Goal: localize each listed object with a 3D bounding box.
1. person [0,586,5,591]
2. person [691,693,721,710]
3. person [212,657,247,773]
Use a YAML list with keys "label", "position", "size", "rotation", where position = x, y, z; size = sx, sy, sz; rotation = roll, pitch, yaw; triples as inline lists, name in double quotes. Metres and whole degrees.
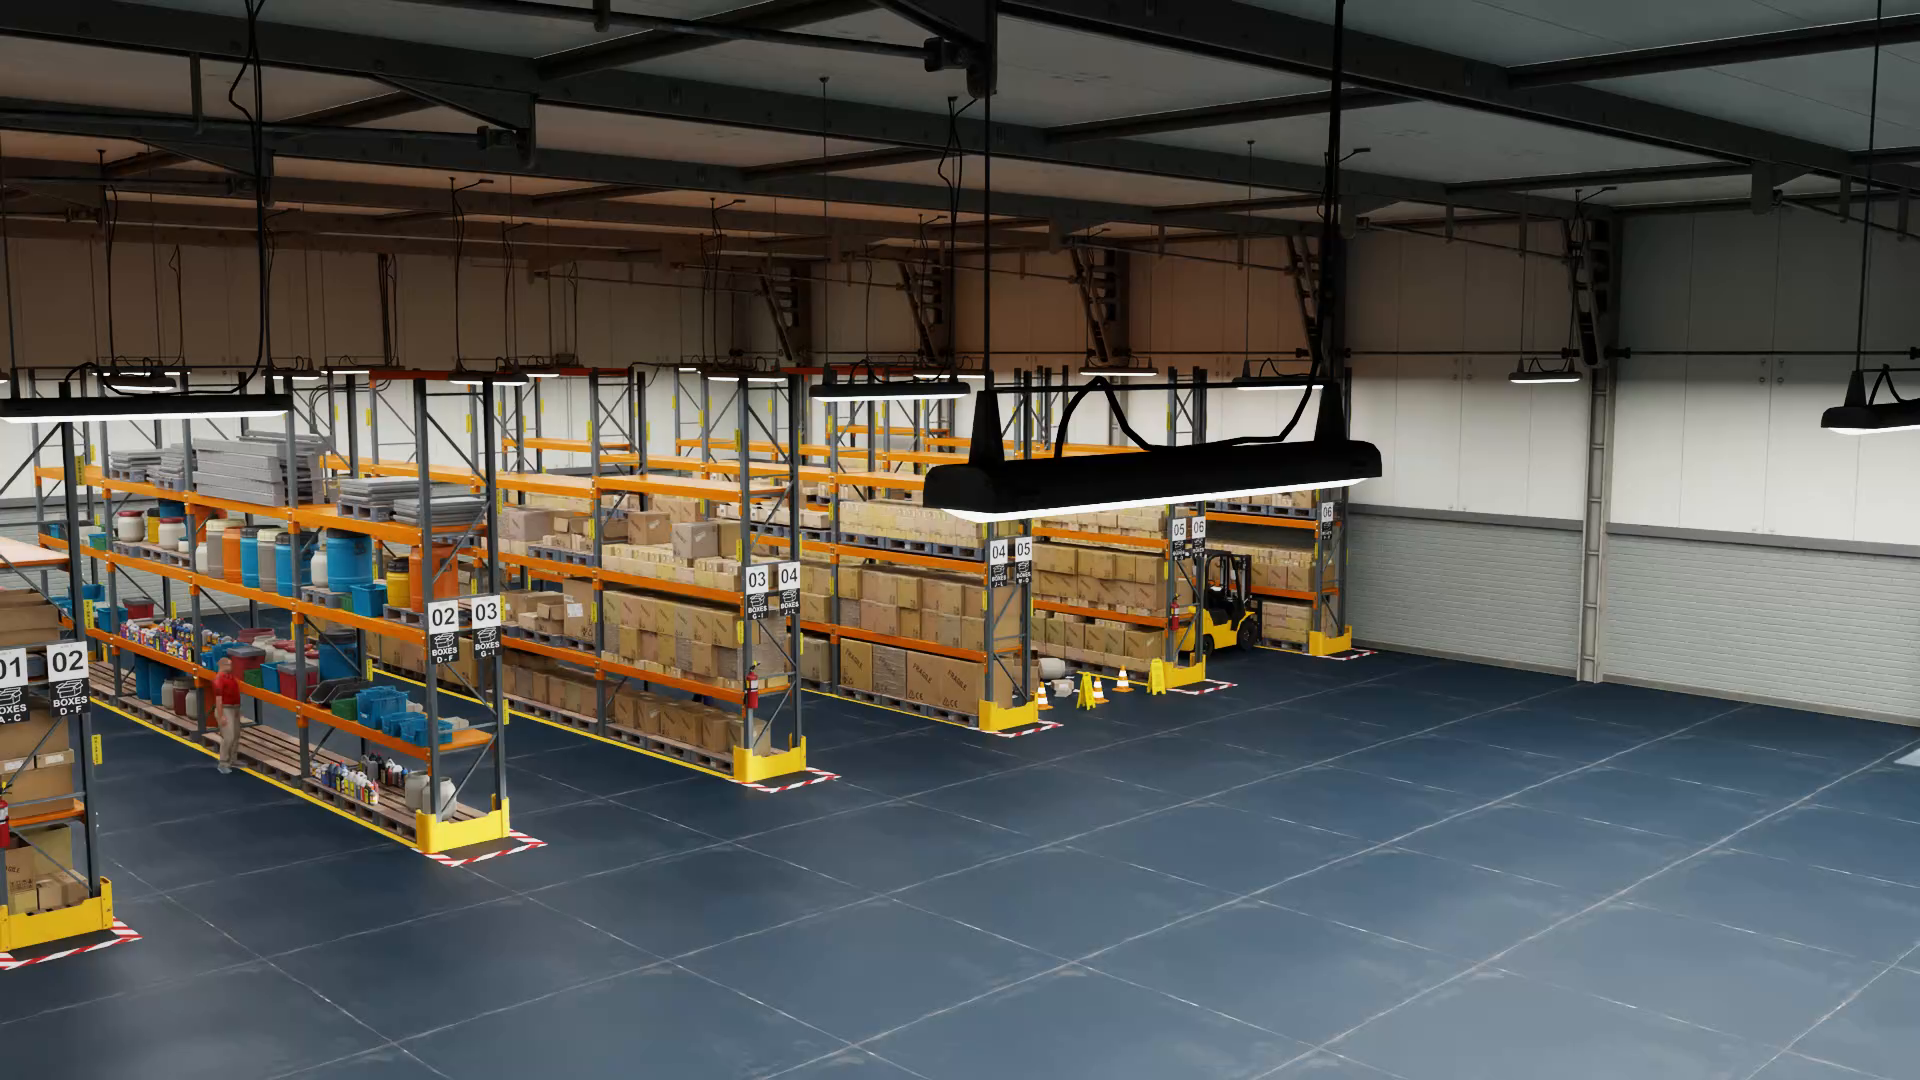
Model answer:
- label: "person"
  position: [-18.959, 1.763, 32.847]
  size: [0.397, 1.730, 0.551]
  rotation: [2, 7, 15]
- label: "person"
  position: [-4.507, 2.203, 29.502]
  size: [0.474, 1.673, 0.555]
  rotation: [-2, 7, -18]
- label: "person"
  position: [-11.101, 2.676, 25.281]
  size: [0.395, 1.813, 0.593]
  rotation: [0, 6, 0]
